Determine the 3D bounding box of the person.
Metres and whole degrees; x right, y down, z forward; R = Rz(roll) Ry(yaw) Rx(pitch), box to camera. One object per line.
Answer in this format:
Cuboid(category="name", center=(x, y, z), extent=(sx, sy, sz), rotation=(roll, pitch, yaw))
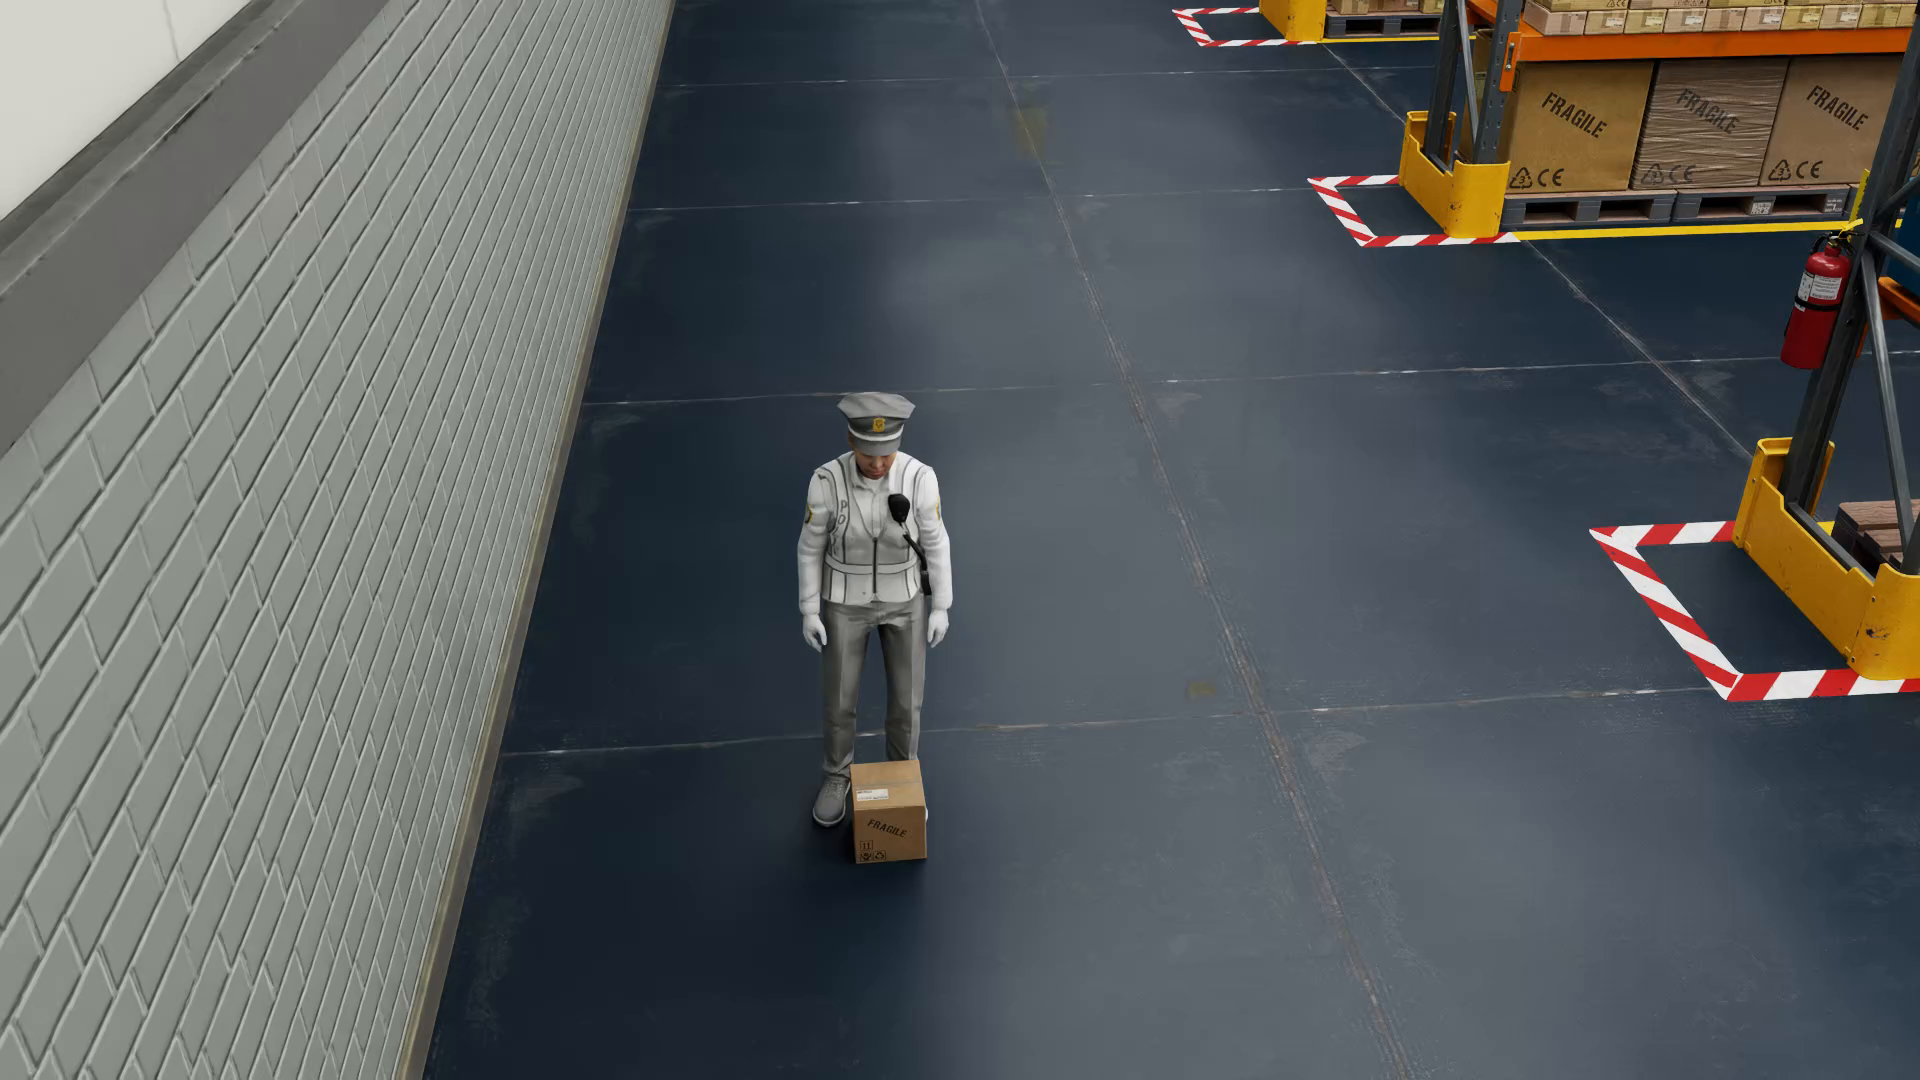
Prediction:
Cuboid(category="person", center=(-0.288, 0.245, 5.726), extent=(0.528, 1.663, 0.403), rotation=(-3, 31, -4))
